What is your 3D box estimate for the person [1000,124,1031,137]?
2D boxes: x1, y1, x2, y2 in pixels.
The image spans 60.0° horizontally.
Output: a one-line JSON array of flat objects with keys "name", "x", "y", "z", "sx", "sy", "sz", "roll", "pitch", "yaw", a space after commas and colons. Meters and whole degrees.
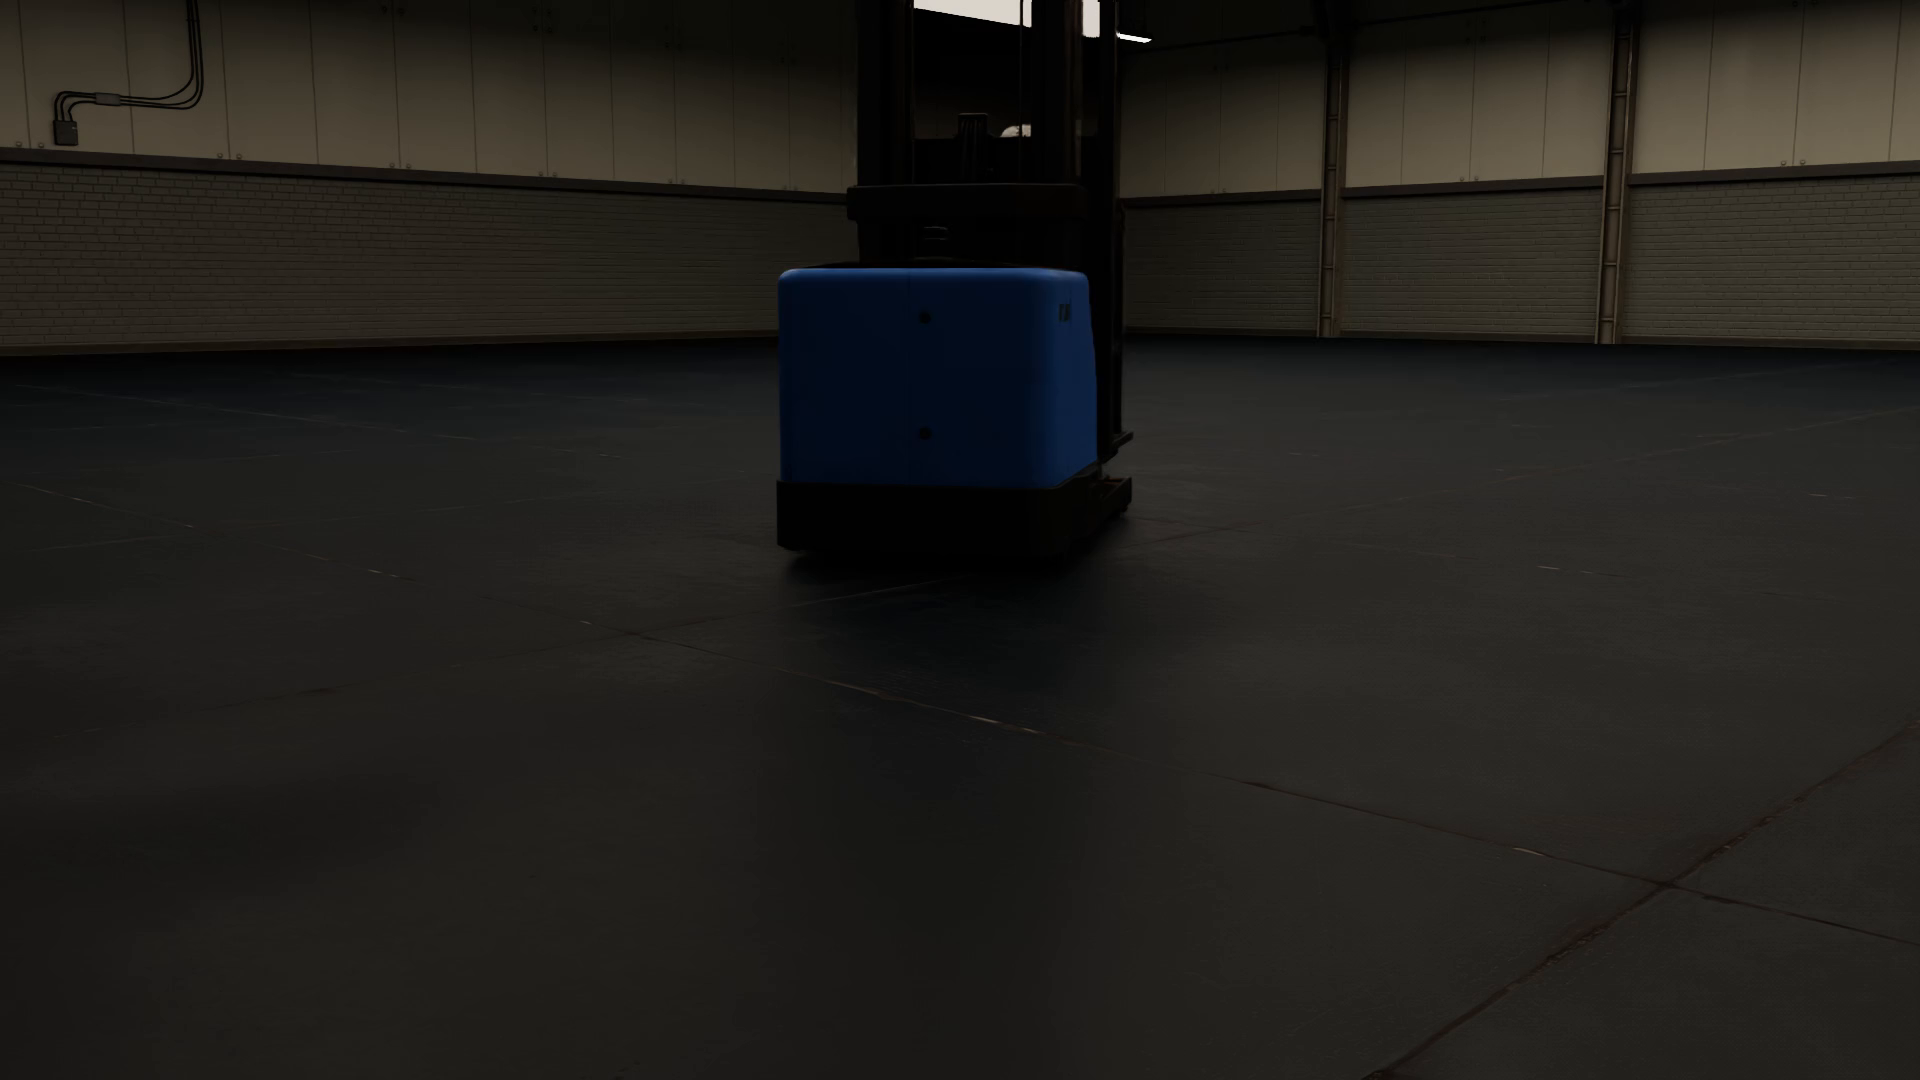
[{"name": "person", "x": 0.308, "y": -1.095, "z": 7.942, "sx": 0.740, "sy": 1.730, "sz": 0.746, "roll": -3, "pitch": 9, "yaw": -22}]

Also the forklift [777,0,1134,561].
[{"name": "forklift", "x": 0.166, "y": -1.552, "z": 7.182, "sx": 1.130, "sy": 2.935, "sz": 3.031, "roll": 2, "pitch": 9, "yaw": 13}]
